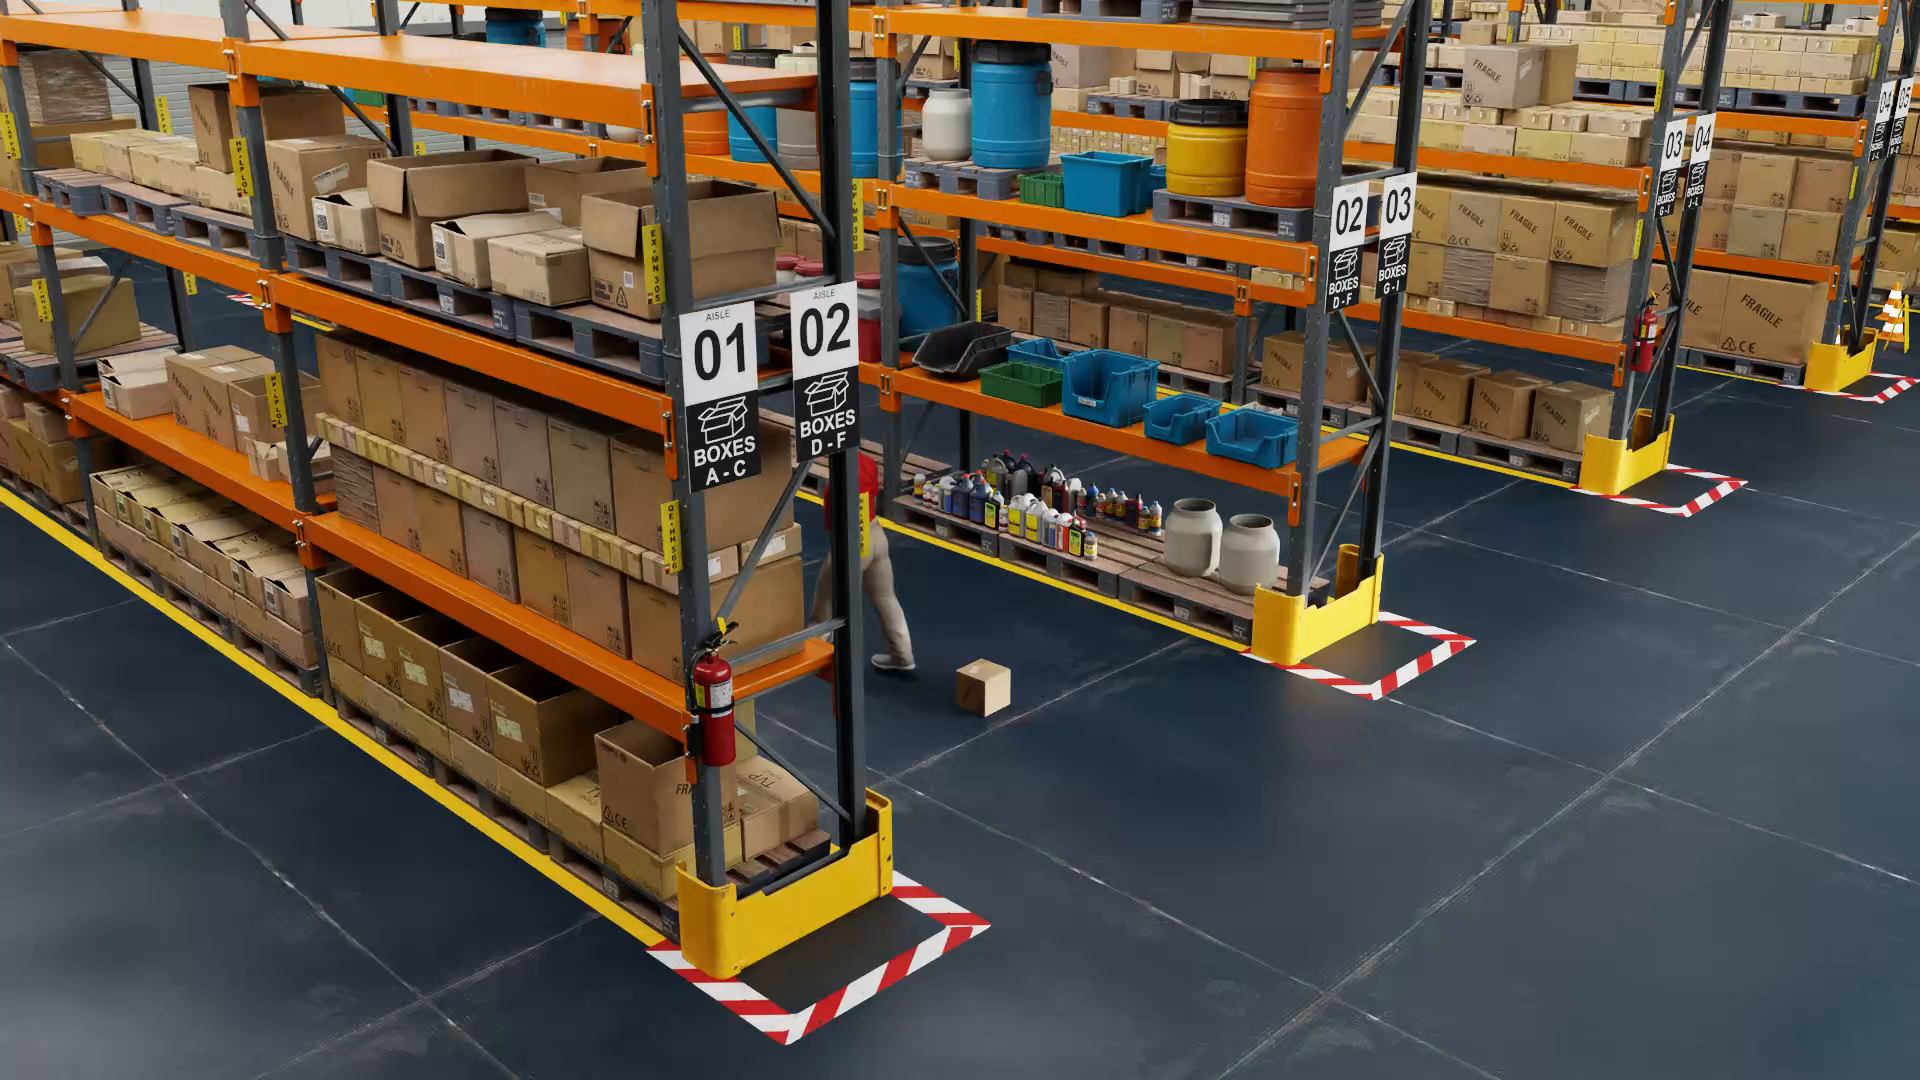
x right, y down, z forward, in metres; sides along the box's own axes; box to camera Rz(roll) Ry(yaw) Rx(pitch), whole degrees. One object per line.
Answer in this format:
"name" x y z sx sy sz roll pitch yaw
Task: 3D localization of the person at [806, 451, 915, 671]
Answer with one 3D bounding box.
"person" -0.737 0.024 11.019 0.979 1.664 0.570 12 24 30
